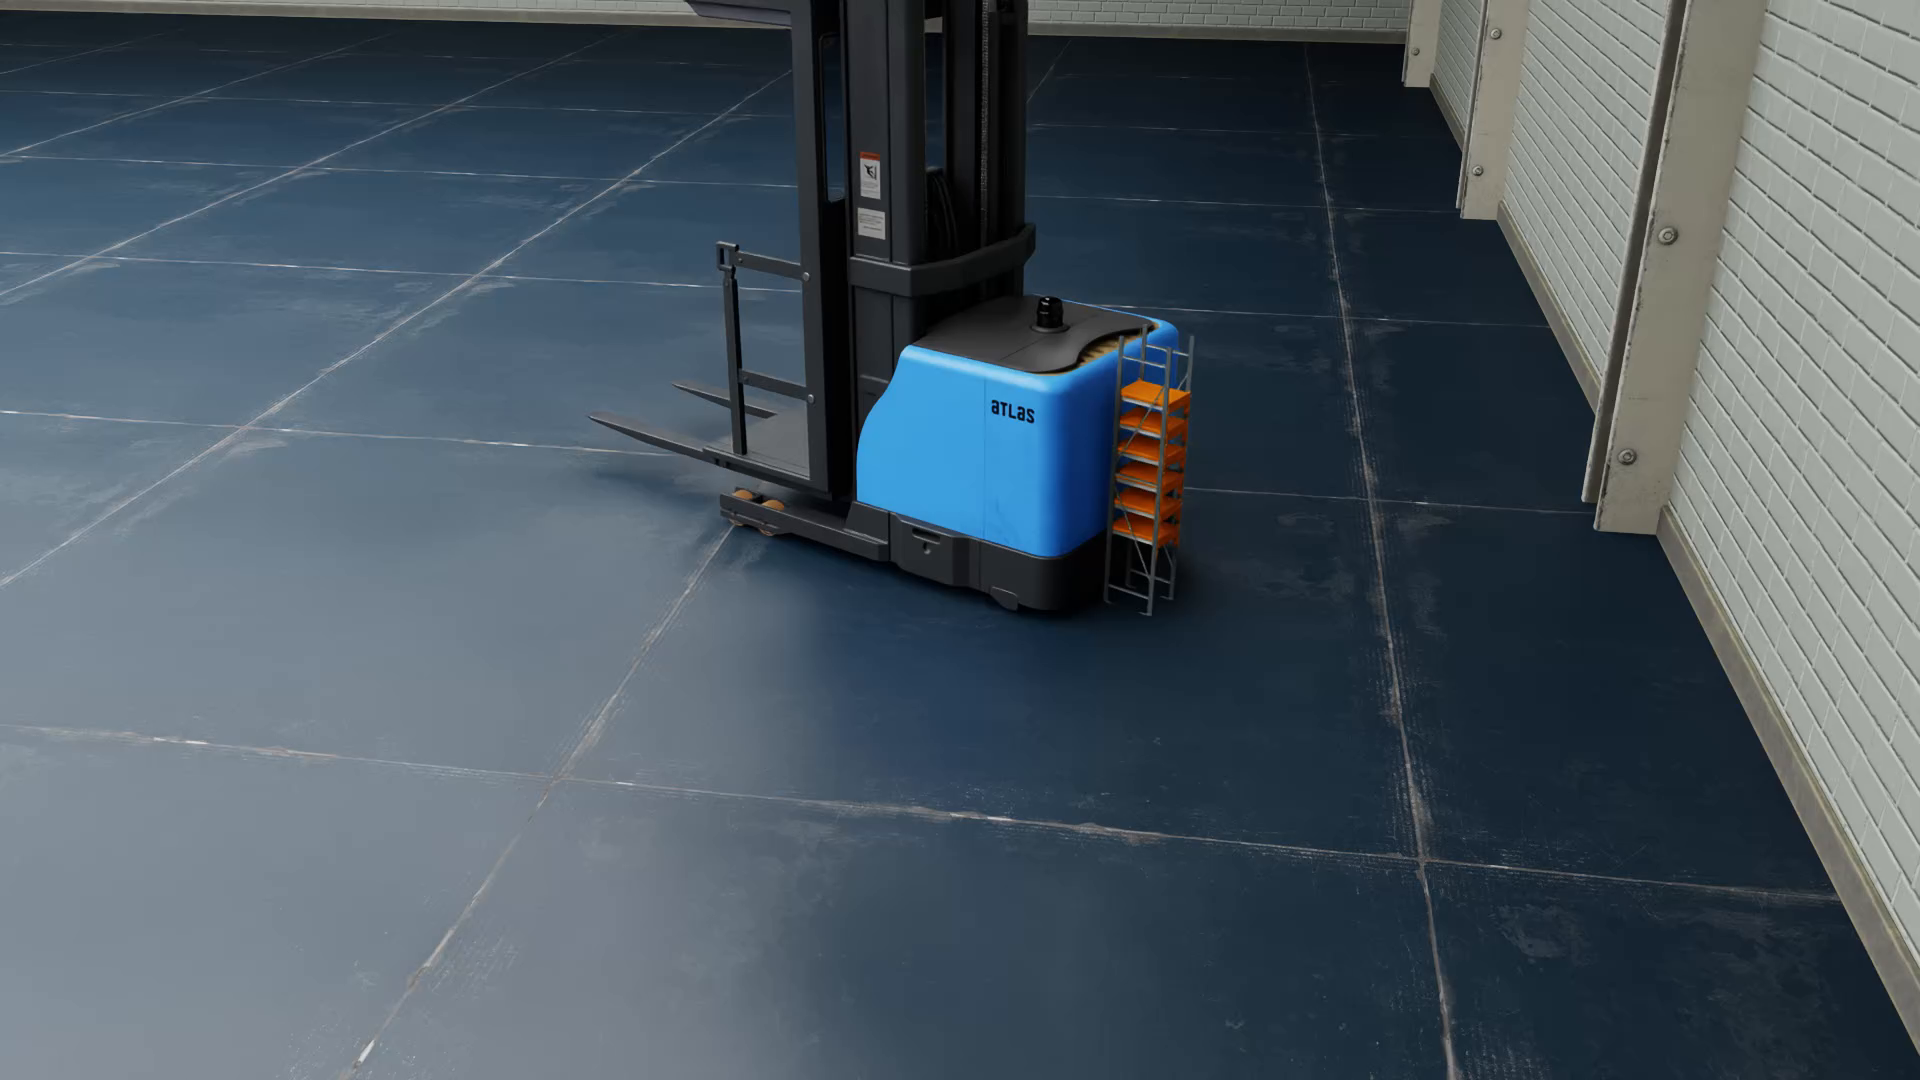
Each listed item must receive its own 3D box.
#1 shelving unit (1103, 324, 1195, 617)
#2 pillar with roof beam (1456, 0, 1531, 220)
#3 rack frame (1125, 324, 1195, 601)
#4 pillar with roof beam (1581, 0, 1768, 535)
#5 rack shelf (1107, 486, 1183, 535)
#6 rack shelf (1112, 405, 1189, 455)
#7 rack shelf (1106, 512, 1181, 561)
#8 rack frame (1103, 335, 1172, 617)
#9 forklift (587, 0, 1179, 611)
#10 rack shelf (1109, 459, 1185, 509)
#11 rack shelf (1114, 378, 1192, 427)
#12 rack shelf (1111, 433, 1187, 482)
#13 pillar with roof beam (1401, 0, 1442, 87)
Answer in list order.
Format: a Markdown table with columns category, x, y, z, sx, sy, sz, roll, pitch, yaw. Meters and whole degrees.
| category | x | y | z | sx | sy | sz | roll | pitch | yaw |
| --- | --- | --- | --- | --- | --- | --- | --- | --- | --- |
| shelving unit | 0.780 | -0.278 | 6.921 | 0.258 | 1.200 | 0.189 | 19 | 31 | 32 |
| pillar with roof beam | -0.084 | -7.000 | 12.089 | 9.100 | 9.000 | 0.400 | 4 | 25 | 9 |
| rack frame | 0.835 | -0.309 | 6.988 | 0.240 | 1.200 | 0.006 | 19 | 31 | 32 |
| pillar with roof beam | -1.065 | -4.490 | 6.728 | 9.100 | 9.000 | 0.400 | 4 | 25 | 9 |
| rack shelf | 0.777 | -0.130 | 6.993 | 0.258 | 0.103 | 0.180 | 19 | 31 | 32 |
| rack shelf | 0.784 | -0.454 | 6.836 | 0.258 | 0.103 | 0.180 | 19 | 31 | 32 |
| rack shelf | 0.775 | -0.022 | 7.045 | 0.258 | 0.103 | 0.180 | 19 | 31 | 32 |
| rack frame | 0.726 | -0.247 | 6.854 | 0.240 | 1.200 | 0.006 | 19 | 31 | 32 |
| forklift | -0.519 | -1.508 | 7.515 | 3.031 | 2.935 | 1.130 | 17 | 30 | 32 |
| rack shelf | 0.779 | -0.238 | 6.941 | 0.258 | 0.103 | 0.180 | 19 | 31 | 32 |
| rack shelf | 0.786 | -0.562 | 6.784 | 0.258 | 0.103 | 0.180 | 19 | 31 | 32 |
| rack shelf | 0.782 | -0.346 | 6.888 | 0.258 | 0.103 | 0.180 | 19 | 31 | 32 |
| pillar with roof beam | 0.897 | -9.509 | 17.450 | 9.100 | 9.000 | 0.400 | 4 | 25 | 9 |
